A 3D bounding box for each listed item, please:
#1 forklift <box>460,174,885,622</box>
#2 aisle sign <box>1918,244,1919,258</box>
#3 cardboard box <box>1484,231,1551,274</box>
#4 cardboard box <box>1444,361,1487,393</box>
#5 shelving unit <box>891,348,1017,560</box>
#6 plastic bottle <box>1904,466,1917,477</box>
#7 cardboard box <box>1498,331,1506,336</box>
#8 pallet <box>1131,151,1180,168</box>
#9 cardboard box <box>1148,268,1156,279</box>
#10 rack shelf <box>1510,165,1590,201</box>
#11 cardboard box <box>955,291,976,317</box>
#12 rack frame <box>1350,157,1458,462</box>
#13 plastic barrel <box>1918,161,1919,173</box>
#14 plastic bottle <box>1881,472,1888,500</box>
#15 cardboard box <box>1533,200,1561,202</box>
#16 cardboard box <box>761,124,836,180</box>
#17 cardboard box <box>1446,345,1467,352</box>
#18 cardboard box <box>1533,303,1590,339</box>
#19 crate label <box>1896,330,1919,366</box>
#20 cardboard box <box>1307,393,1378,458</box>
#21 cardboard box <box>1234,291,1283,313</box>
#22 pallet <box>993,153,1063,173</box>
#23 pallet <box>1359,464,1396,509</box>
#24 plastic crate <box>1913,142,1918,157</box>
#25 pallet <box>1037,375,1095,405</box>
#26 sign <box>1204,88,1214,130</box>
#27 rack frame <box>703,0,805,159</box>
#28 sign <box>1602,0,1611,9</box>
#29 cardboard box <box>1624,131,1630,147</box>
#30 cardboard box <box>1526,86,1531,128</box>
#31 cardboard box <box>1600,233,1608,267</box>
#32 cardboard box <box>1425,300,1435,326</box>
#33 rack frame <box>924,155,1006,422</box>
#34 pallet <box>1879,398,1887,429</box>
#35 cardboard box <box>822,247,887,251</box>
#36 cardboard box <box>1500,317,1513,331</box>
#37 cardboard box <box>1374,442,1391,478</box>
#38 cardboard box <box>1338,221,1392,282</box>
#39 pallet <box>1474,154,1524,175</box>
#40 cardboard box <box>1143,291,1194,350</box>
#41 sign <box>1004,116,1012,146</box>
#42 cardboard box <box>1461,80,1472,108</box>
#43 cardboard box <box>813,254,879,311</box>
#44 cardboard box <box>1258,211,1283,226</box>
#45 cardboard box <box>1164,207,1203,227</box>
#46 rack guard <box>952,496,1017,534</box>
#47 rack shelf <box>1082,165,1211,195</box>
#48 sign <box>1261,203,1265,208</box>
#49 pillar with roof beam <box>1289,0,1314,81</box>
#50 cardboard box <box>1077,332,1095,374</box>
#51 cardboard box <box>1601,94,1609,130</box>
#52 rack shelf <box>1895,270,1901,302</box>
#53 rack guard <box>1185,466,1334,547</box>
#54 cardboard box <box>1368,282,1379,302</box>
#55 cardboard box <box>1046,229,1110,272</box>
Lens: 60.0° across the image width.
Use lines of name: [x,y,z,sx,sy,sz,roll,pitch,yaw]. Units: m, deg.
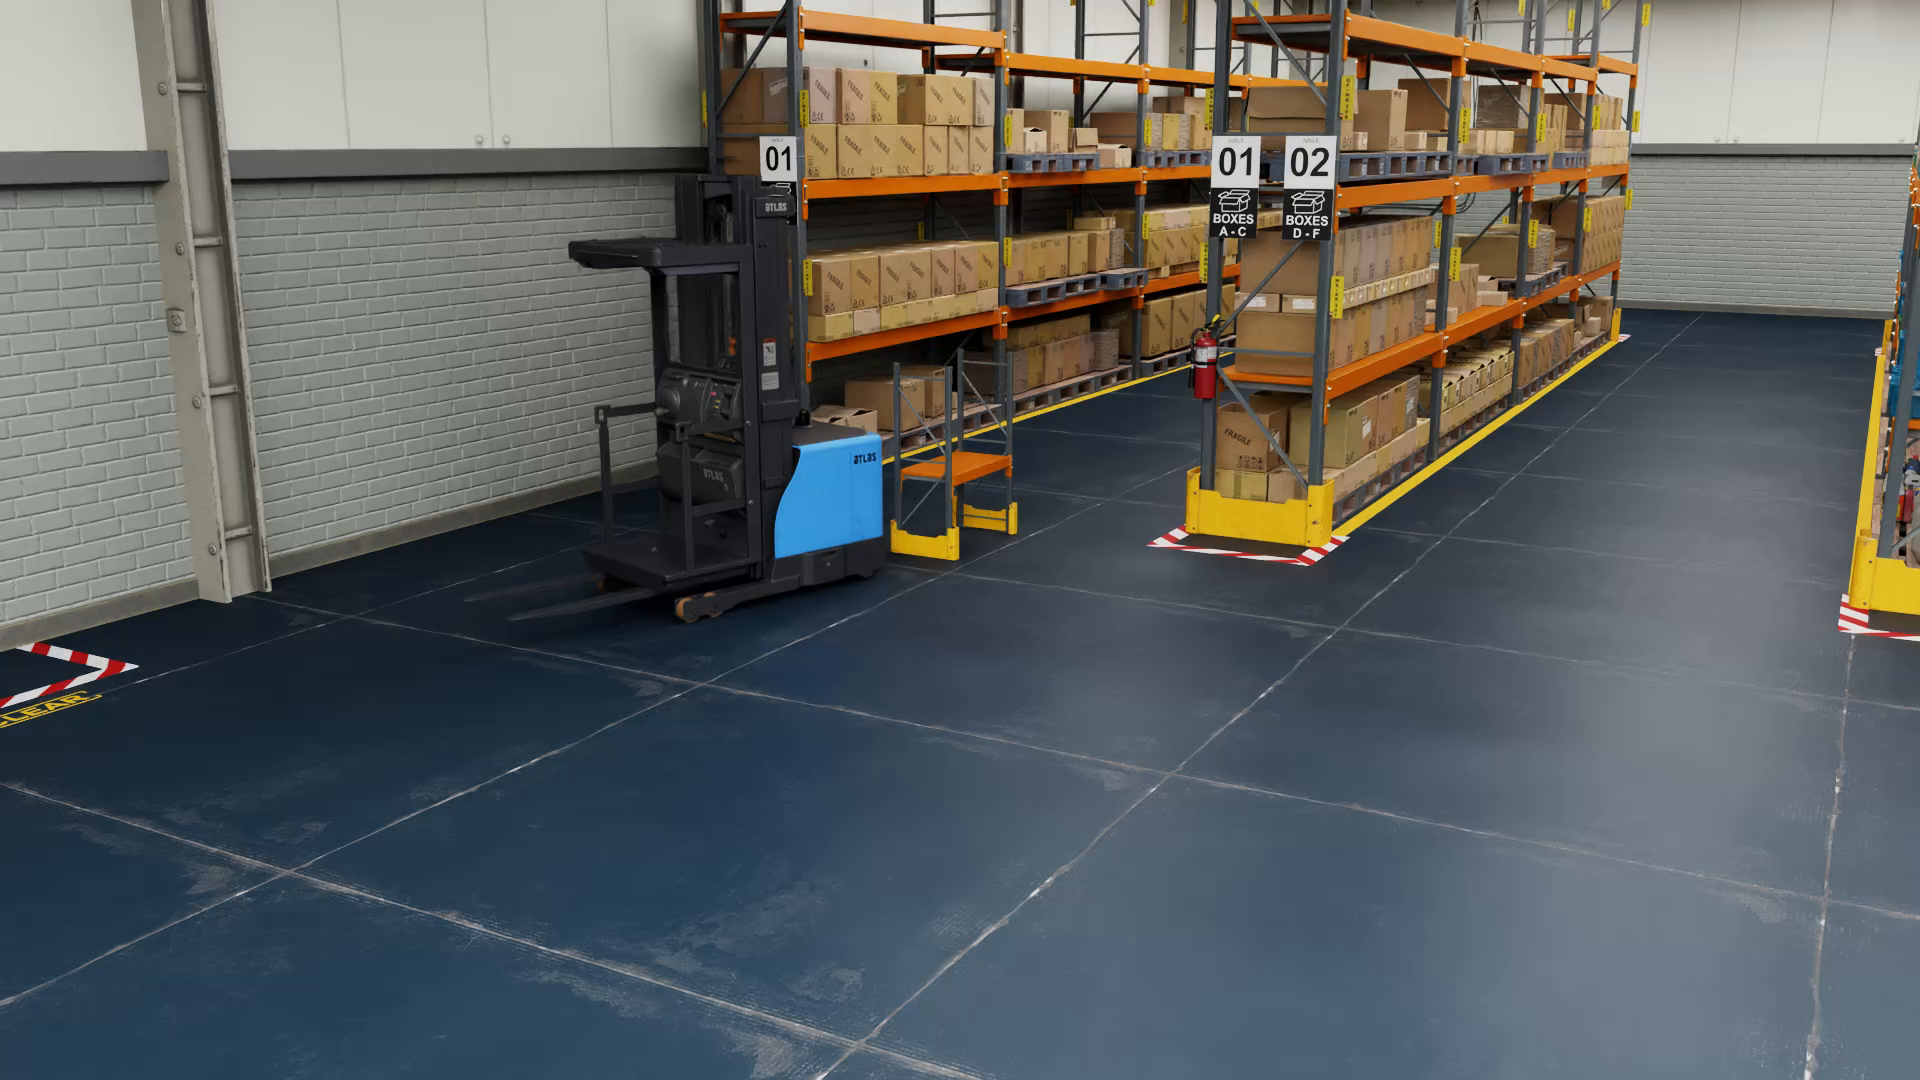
forklift: [-1.971,-1.005,11.448,3.031,2.935,1.130,-13,18,-42]
aisle sign: [6.497,-2.221,10.797,0.394,0.787,0.004,7,15,28]
cardboard box: [7.140,-3.702,21.379,0.700,0.500,0.500,11,17,38]
cardboard box: [5.551,-1.833,18.509,0.500,0.311,0.500,8,16,30]
shelving unit: [-0.037,-0.713,13.293,0.587,1.500,1.083,7,15,28]
plastic bottle: [8.008,-0.484,14.024,0.097,0.271,0.097,0,14,0]
cardboard box: [6.822,-2.464,21.750,0.500,0.500,0.500,7,15,26]
pallet: [2.252,-5.206,22.731,1.213,0.211,1.003,8,16,31]
cardboard box: [2.478,-3.681,22.896,0.380,0.149,0.250,8,16,29]
rack shelf: [7.292,-4.660,21.597,1.077,0.370,4.000,7,15,28]
cardboard box: [-0.159,-2.585,18.133,0.500,0.250,0.500,7,15,28]
rack frame: [4.391,-2.320,16.759,1.000,3.000,0.127,7,15,28]
plastic barrel: [9.098,-3.724,15.109,0.600,0.901,0.600,0,14,0]
plastic bottle: [7.765,-0.465,13.921,0.061,0.283,0.133,8,16,31]
cardboard box: [8.522,-4.735,24.427,0.500,0.500,0.500,7,15,27]
cardboard box: [-1.500,-3.617,15.481,0.500,0.500,0.500,8,16,30]
cardboard box: [5.815,-2.207,20.062,0.500,0.311,0.500,8,16,30]
cardboard box: [9.162,-3.348,25.409,0.797,0.503,0.637,7,15,28]
crate label: [7.445,-1.363,12.713,0.502,0.435,0.616,7,15,28]
cardboard box: [3.382,-1.023,14.749,0.500,0.500,0.500,7,15,28]
cardboard box: [2.476,-1.964,13.682,0.380,0.149,0.250,7,15,27]
pallet: [0.445,-4.362,19.229,1.213,0.211,1.003,7,15,28]
pallet: [3.382,-0.555,15.386,1.003,0.211,1.213,7,15,28]
plastic crate: [13.548,-5.366,23.124,0.504,0.338,0.767,7,15,28]
pallet: [1.017,-1.937,21.116,1.003,0.211,1.213,7,15,28]
sign: [1.989,-3.414,13.175,0.100,0.325,0.005,7,15,28]
rack frame: [-1.881,-4.977,14.976,1.000,3.000,0.127,7,15,28]
sign: [8.747,-7.348,22.480,0.100,0.325,0.005,7,15,28]
cardboard box: [10.167,-6.276,26.021,0.500,0.250,0.500,7,15,28]
cardboard box: [6.788,-5.327,20.484,0.500,0.500,0.500,7,15,28]
cardboard box: [9.477,-4.396,25.156,0.500,0.500,0.500,7,15,27]
cardboard box: [4.591,-2.354,17.216,0.500,0.250,0.500,9,16,32]
rack frame: [0.053,-2.881,19.083,1.000,3.000,0.127,7,15,28]
pallet: [11.004,-1.390,18.849,1.003,0.211,1.213,7,15,28]
cardboard box: [-1.097,-2.794,17.402,0.500,0.500,0.500,8,16,29]
cardboard box: [7.086,-2.945,22.145,0.500,0.250,0.500,7,15,27]
cardboard box: [3.638,-0.760,15.255,0.500,0.250,0.500,7,15,28]
cardboard box: [3.455,-2.599,14.933,0.700,0.500,0.500,7,15,28]
pallet: [5.537,-4.128,18.261,1.003,0.211,1.213,8,16,31]
cardboard box: [2.886,-3.176,23.997,0.750,0.750,0.750,7,15,28]
sign: [0.532,-4.531,18.423,0.100,0.325,0.005,7,15,28]
cardboard box: [4.979,-4.516,17.289,0.500,0.500,0.500,9,16,33]
cardboard box: [-1.139,-2.526,16.288,0.500,0.500,0.500,7,15,28]
cardboard box: [4.898,-5.077,27.553,0.980,0.700,0.700,7,15,25]
cardboard box: [3.171,-4.652,23.938,0.500,0.250,0.500,7,15,27]
rack guard: [0.204,-0.208,13.863,0.587,0.250,0.087,7,15,28]
rack shelf: [2.954,-5.220,23.922,1.077,0.370,4.000,7,15,28]
sign: [5.371,-5.866,29.451,0.100,0.325,0.005,7,15,28]
pillar with roof beam: [10.171,-8.424,29.273,9.100,9.000,0.400,7,15,28]
cardboard box: [1.334,-2.454,21.708,0.700,0.500,0.500,7,15,28]
cardboard box: [9.063,-6.249,24.305,0.700,0.500,0.500,7,15,28]
rack shelf: [13.560,-3.460,23.022,1.077,0.370,4.000,7,15,28]
rack guard: [2.446,-0.280,13.627,1.175,0.500,0.348,7,15,28]
cardboard box: [3.457,-2.184,14.596,0.380,0.149,0.250,7,15,27]
cardboard box: [1.522,-3.749,21.531,0.700,0.500,0.500,6,15,23]
